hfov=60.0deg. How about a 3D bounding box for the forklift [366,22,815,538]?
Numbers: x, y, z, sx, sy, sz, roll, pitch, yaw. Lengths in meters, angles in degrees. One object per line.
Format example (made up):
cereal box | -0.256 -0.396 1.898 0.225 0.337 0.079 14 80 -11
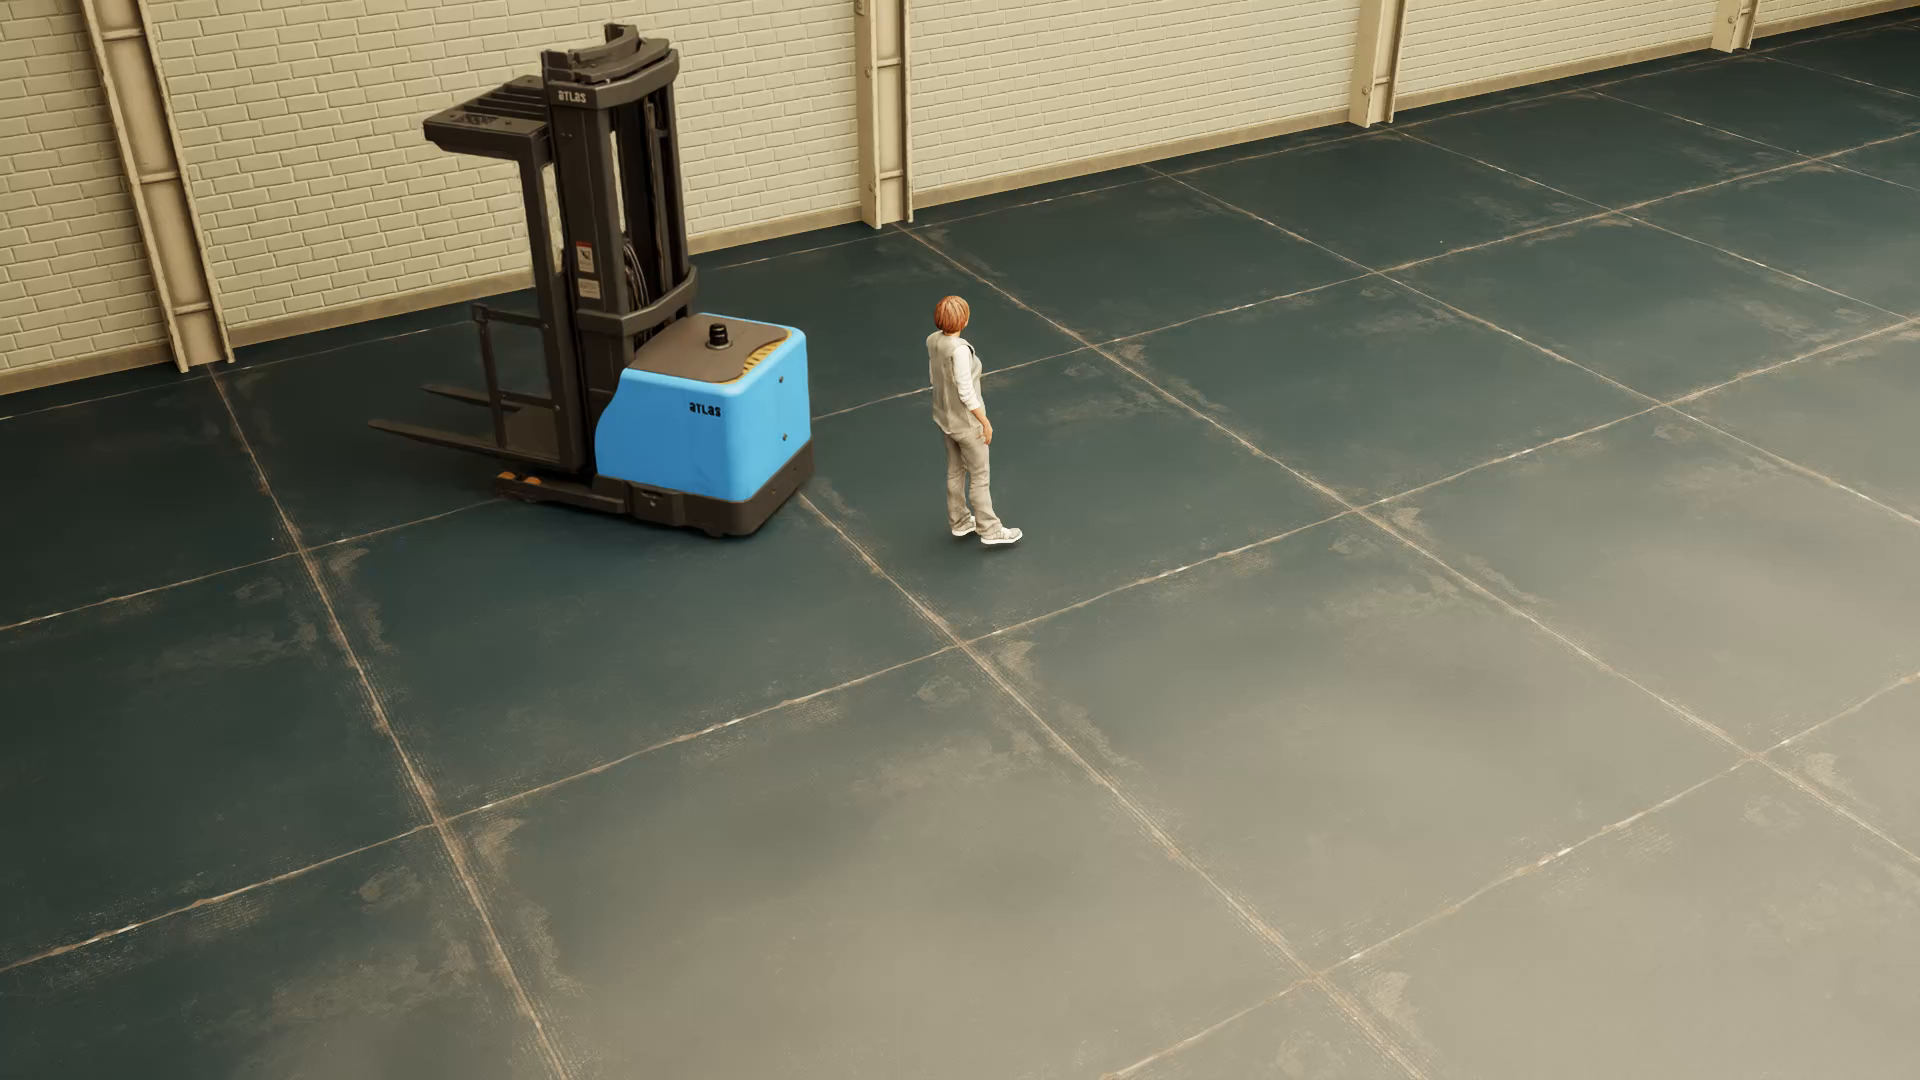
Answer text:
forklift | -2.545 -1.741 10.554 3.031 2.935 1.130 11 33 18

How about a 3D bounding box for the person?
person | 0.071 -0.739 10.087 0.474 1.598 0.519 -17 35 -26
